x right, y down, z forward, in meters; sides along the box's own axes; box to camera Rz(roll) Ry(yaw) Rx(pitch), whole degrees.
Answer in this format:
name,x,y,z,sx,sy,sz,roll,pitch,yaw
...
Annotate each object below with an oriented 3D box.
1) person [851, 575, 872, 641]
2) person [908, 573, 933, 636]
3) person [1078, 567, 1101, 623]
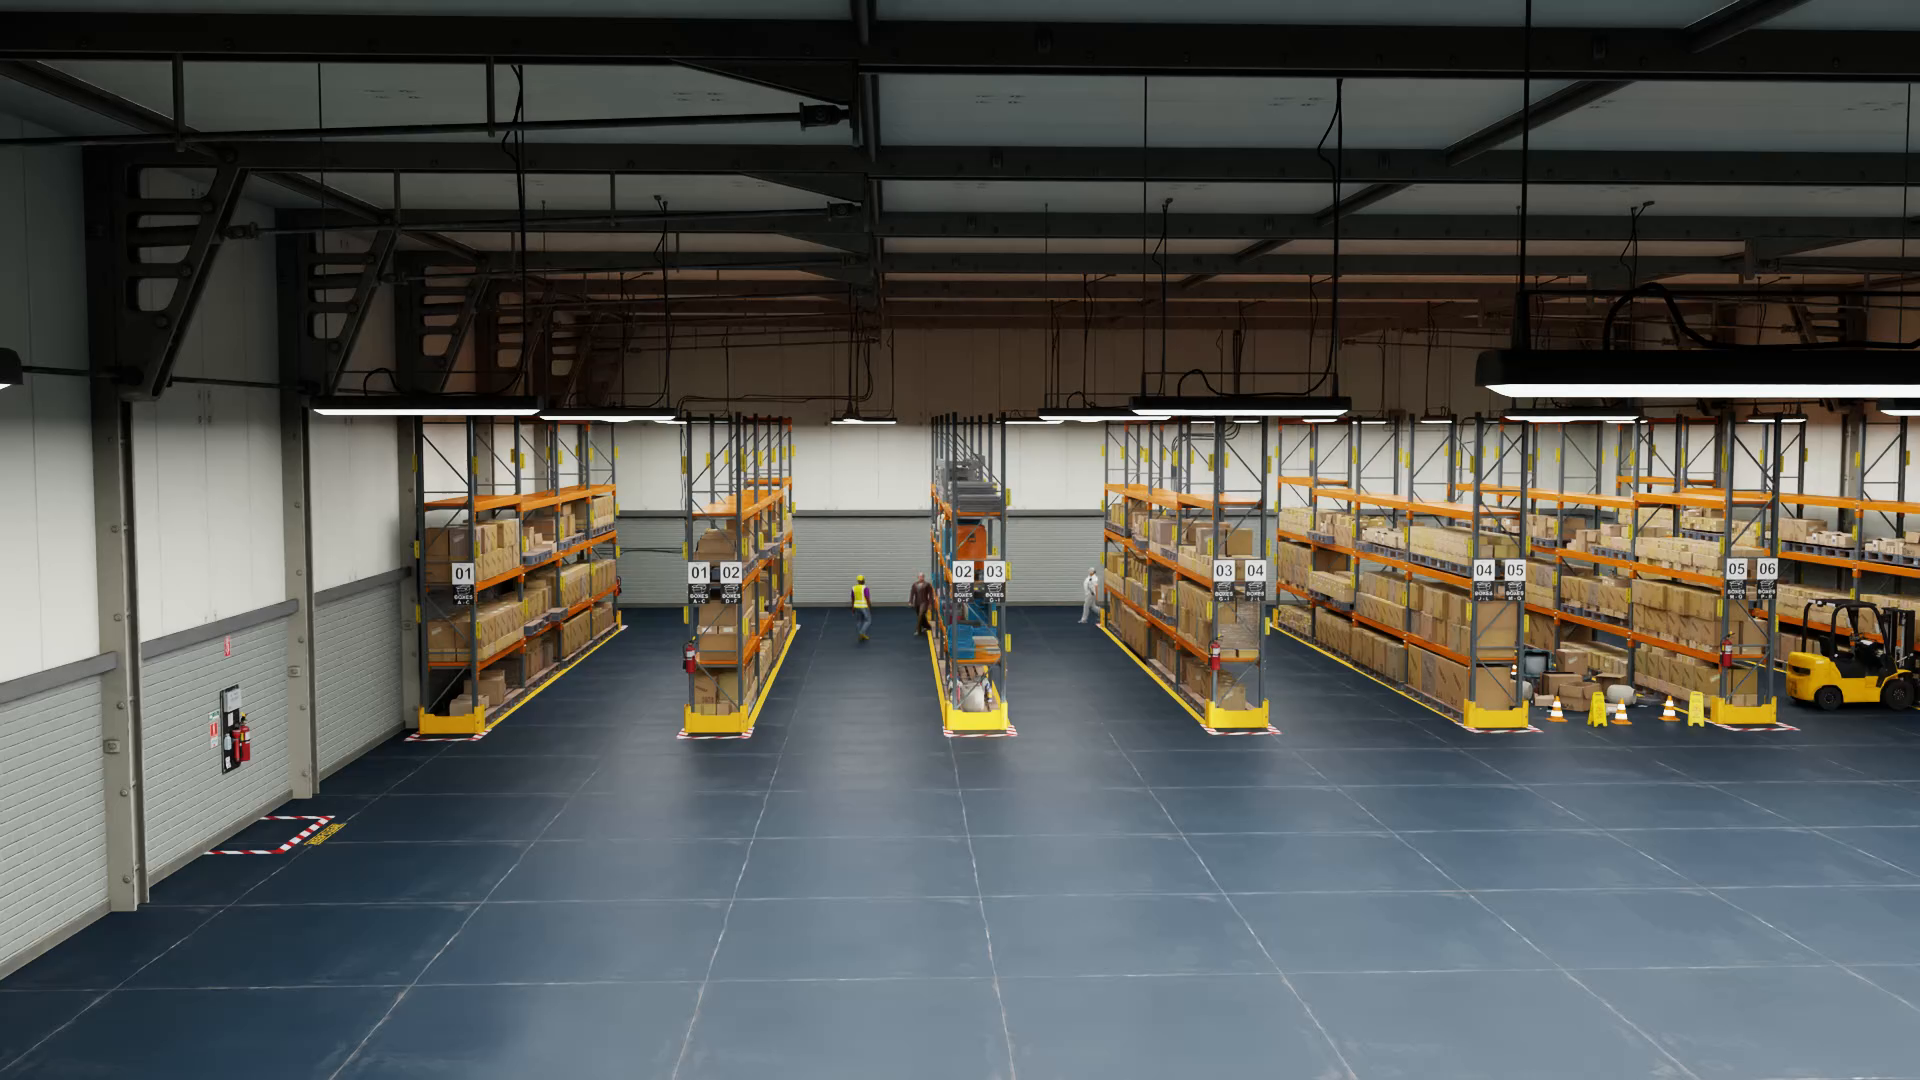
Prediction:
name,x,y,z,sx,sy,sz,roll,pitch,yaw
person,-2.647,1.822,44.459,0.607,1.769,0.497,3,5,34
person,-1.071,1.746,45.526,0.581,1.716,1.207,2,4,28
person,3.842,1.598,48.589,0.884,1.621,0.485,-1,4,-14
